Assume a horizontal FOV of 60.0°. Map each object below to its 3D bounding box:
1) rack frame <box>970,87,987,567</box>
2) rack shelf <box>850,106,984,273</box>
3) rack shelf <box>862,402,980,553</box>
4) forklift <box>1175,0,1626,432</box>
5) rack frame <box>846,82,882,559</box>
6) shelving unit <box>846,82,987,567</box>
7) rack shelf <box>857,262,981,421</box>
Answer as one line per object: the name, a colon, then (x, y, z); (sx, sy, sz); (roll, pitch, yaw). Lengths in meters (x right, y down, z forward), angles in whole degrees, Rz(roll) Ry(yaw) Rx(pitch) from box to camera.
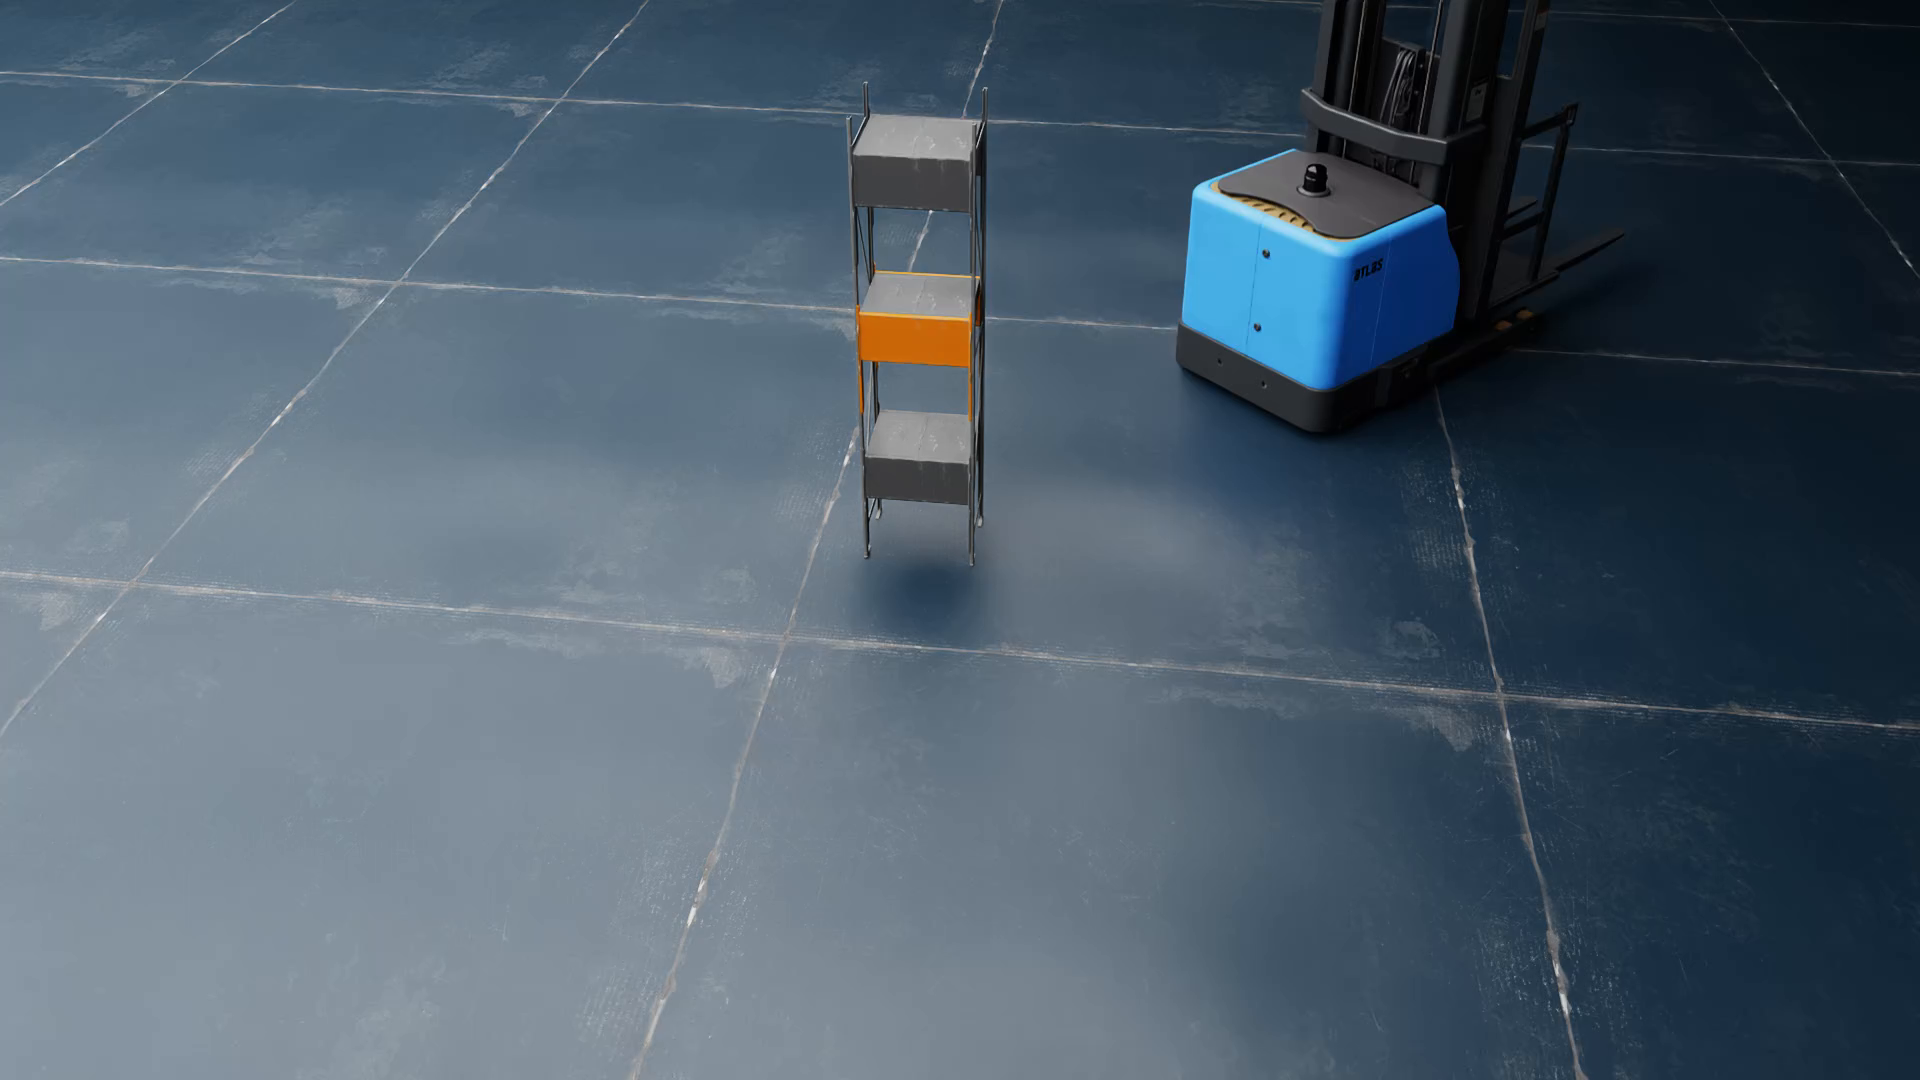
rack frame: (0.078, -0.849, 7.132); (0.015, 2.100, 0.400); (4, 36, 6)
rack shelf: (-0.164, -1.426, 6.758); (0.480, 0.518, 0.431); (4, 36, 6)
rack shelf: (-0.164, -0.286, 7.572); (0.480, 0.518, 0.431); (4, 36, 6)
forklift: (2.619, -2.450, 8.659); (3.031, 2.935, 1.130); (-26, 43, -31)
rack frame: (-0.406, -0.885, 7.183); (0.015, 2.100, 0.400); (4, 36, 6)
shelving unit: (-0.164, -0.867, 7.157); (0.503, 2.100, 0.431); (4, 36, 6)
rack shelf: (-0.164, -0.856, 7.165); (0.480, 0.518, 0.431); (4, 36, 6)
